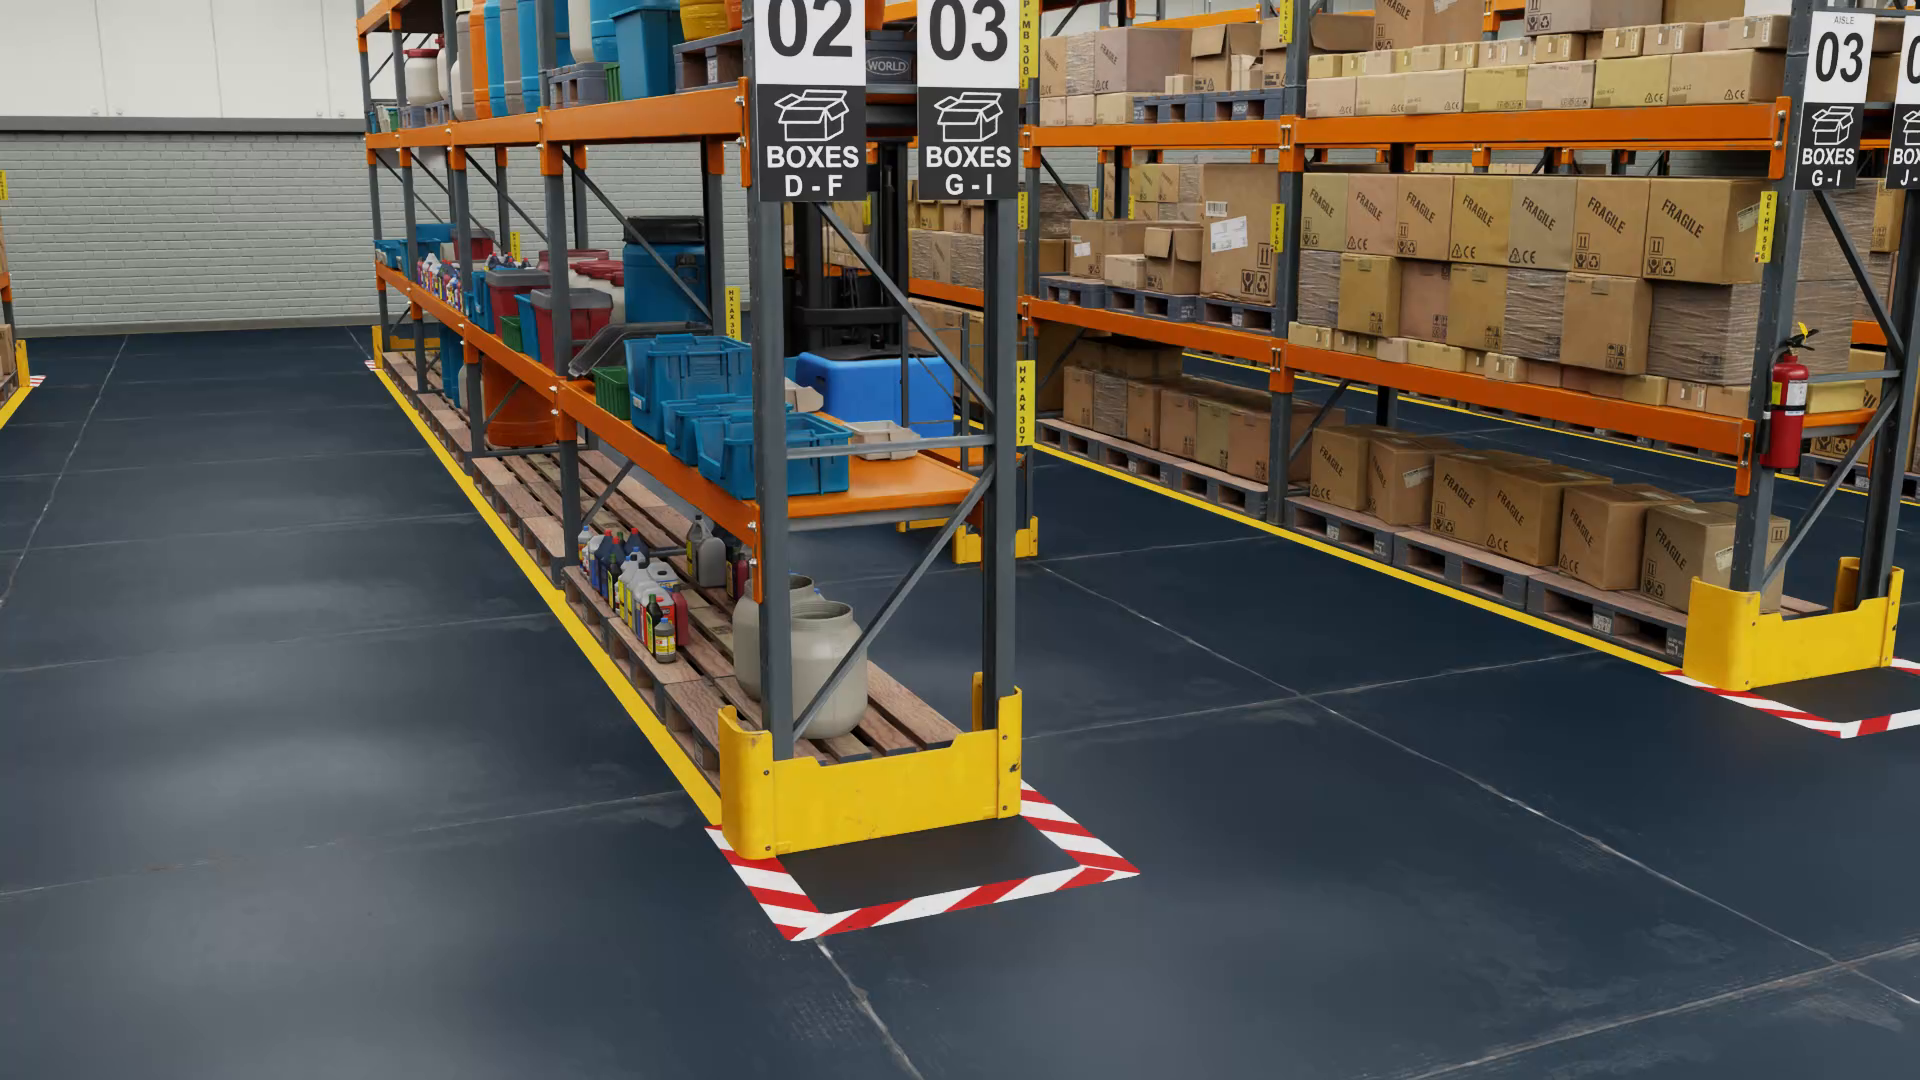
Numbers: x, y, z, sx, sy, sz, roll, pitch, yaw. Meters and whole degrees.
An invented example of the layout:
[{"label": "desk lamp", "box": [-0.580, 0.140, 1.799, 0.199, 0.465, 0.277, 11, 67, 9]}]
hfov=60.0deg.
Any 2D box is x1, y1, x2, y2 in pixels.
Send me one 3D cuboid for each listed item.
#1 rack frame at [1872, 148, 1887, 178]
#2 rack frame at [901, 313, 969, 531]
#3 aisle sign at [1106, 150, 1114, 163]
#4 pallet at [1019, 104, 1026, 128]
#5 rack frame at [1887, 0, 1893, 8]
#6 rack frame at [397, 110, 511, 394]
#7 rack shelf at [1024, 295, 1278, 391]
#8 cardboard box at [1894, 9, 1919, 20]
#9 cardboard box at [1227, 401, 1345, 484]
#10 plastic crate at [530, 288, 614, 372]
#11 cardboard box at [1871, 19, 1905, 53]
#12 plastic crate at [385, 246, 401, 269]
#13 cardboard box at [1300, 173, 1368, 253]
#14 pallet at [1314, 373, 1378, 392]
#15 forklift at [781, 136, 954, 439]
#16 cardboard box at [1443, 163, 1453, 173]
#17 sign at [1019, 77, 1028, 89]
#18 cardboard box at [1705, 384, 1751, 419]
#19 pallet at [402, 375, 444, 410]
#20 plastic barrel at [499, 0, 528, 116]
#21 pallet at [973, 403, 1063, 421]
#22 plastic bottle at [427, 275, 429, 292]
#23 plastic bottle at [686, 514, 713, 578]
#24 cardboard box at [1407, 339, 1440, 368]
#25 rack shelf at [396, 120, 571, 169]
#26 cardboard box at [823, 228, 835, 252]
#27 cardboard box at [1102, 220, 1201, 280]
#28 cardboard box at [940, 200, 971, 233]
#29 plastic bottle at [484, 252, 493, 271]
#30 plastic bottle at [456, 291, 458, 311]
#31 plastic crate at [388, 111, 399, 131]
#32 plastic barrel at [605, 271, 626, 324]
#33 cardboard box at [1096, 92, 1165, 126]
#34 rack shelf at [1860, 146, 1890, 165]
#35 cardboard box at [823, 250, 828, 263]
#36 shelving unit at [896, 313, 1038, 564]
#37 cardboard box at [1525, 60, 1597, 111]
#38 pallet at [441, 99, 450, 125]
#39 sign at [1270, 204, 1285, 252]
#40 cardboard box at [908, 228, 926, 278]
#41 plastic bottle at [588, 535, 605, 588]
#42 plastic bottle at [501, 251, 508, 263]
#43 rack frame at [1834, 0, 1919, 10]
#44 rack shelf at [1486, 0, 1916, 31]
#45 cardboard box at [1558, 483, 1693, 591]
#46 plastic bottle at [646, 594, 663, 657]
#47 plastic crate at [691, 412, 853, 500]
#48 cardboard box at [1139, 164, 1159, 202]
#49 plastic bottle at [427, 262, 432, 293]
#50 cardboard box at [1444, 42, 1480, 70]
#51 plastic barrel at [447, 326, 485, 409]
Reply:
[{"label": "rack frame", "box": [10.148, -3.334, 19.123, 1.000, 3.000, 0.127, -6, 14, -23]}, {"label": "rack frame", "box": [-0.169, -0.818, 11.578, 0.500, 1.500, 0.032, -6, 14, -23]}, {"label": "aisle sign", "box": [2.144, -5.773, 23.897, 0.394, 0.787, 0.004, -6, 14, -23]}, {"label": "pallet", "box": [0.761, -3.937, 15.492, 1.213, 0.211, 1.003, -5, 14, -20]}, {"label": "rack frame", "box": [13.092, -7.532, 23.957, 1.000, 3.000, 0.127, -6, 14, -23]}, {"label": "rack frame", "box": [-5.073, -2.818, 16.893, 1.000, 3.000, 0.127, -6, 14, -23]}, {"label": "rack shelf", "box": [1.869, -1.675, 13.551, 1.077, 0.370, 4.000, -6, 14, -23]}, {"label": "cardboard box", "box": [7.193, -3.862, 12.387, 0.380, 0.149, 0.250, -6, 14, -23]}, {"label": "cardboard box", "box": [2.444, -0.738, 12.473, 0.700, 0.500, 0.500, -7, 15, -27]}, {"label": "plastic crate", "box": [-2.343, -1.269, 10.057, 0.402, 0.464, 0.583, -6, 14, -23]}, {"label": "cardboard box", "box": [4.374, -2.446, 8.084, 0.380, 0.149, 0.250, -6, 14, -23]}, {"label": "plastic crate", "box": [-6.230, -3.177, 18.684, 0.416, 0.233, 0.300, -6, 14, -23]}, {"label": "cardboard box", "box": [2.617, -2.177, 11.026, 0.500, 0.500, 0.500, -6, 14, -23]}, {"label": "pallet", "box": [4.856, -1.921, 19.201, 1.003, 0.211, 1.213, -6, 14, -23]}, {"label": "forklift", "box": [-1.058, -2.036, 13.669, 1.130, 2.935, 3.031, -5, 14, -22]}, {"label": "cardboard box", "box": [7.338, -5.471, 24.478, 0.380, 0.149, 0.250, -5, 14, -22]}, {"label": "sign", "box": [0.556, -4.142, 14.641, 0.100, 0.325, 0.005, -6, 14, -23]}, {"label": "cardboard box", "box": [3.969, -0.704, 8.316, 0.380, 0.149, 0.250, -6, 14, -23]}, {"label": "pallet", "box": [-5.403, -1.608, 17.849, 1.003, 0.211, 1.213, -6, 14, -23]}, {"label": "plastic barrel", "box": [-2.533, -3.091, 10.310, 0.600, 0.901, 0.600, 0, 13, 0]}, {"label": "pallet", "box": [0.821, -1.250, 16.303, 1.003, 0.211, 1.213, -6, 14, -23]}, {"label": "plastic bottle", "box": [-4.991, -2.449, 15.739, 0.097, 0.201, 0.097, 0, 13, 0]}, {"label": "plastic bottle", "box": [-1.478, 0.031, 9.482, 0.144, 0.351, 0.185, -6, 14, -23]}, {"label": "cardboard box", "box": [3.004, -1.163, 10.297, 0.380, 0.149, 0.250, -6, 14, -23]}, {"label": "rack shelf", "box": [-4.272, -3.516, 14.851, 1.077, 0.370, 4.000, -6, 14, -23]}, {"label": "cardboard box", "box": [-1.366, -3.617, 20.018, 0.500, 0.250, 0.500, -5, 14, -22]}, {"label": "cardboard box", "box": [1.636, -2.478, 14.271, 0.700, 0.500, 0.500, -3, 13, -15]}, {"label": "cardboard box", "box": [0.256, -3.402, 16.969, 0.797, 0.503, 0.637, -5, 14, -21]}, {"label": "plastic bottle", "box": [-4.537, -2.621, 16.150, 0.144, 0.351, 0.185, -6, 14, -23]}, {"label": "plastic bottle", "box": [-4.146, -2.013, 13.856, 0.097, 0.201, 0.097, 0, 13, 0]}, {"label": "plastic crate", "box": [-5.520, -4.236, 16.839, 0.450, 0.188, 0.662, -6, 14, -23]}, {"label": "plastic barrel", "box": [-2.051, -1.449, 10.676, 0.433, 0.535, 0.433, 0, 13, 0]}, {"label": "cardboard box", "box": [1.443, -3.496, 13.502, 0.500, 0.250, 0.500, -5, 14, -22]}, {"label": "rack shelf", "box": [10.949, -4.032, 17.080, 1.077, 0.370, 4.000, -6, 14, -23]}, {"label": "cardboard box", "box": [-1.472, -3.442, 20.146, 0.380, 0.149, 0.250, -6, 14, -24]}, {"label": "shelving unit", "box": [0.031, -0.715, 11.133, 0.587, 1.500, 1.083, -6, 14, -23]}, {"label": "cardboard box", "box": [3.446, -2.461, 9.029, 0.500, 0.250, 0.500, -5, 14, -22]}, {"label": "pallet", "box": [-3.688, -3.528, 13.726, 1.003, 0.211, 1.213, -6, 14, -23]}, {"label": "sign", "box": [2.163, -2.126, 11.334, 0.100, 0.325, 0.005, -6, 14, -23]}, {"label": "cardboard box", "box": [-0.377, -3.093, 17.858, 0.500, 0.500, 0.500, -6, 14, -23]}, {"label": "plastic bottle", "box": [-1.988, 0.117, 9.276, 0.152, 0.276, 0.135, -5, 14, -21]}, {"label": "plastic bottle", "box": [-4.405, -2.634, 16.206, 0.144, 0.351, 0.185, -6, 14, -23]}, {"label": "rack frame", "box": [7.255, -4.962, 12.854, 1.000, 3.000, 0.127, -6, 14, -23]}, {"label": "rack shelf", "box": [6.454, -4.830, 14.765, 1.077, 0.370, 4.000, -6, 14, -23]}, {"label": "cardboard box", "box": [3.766, -0.024, 9.433, 0.500, 0.500, 0.500, -2, 13, -8]}, {"label": "plastic bottle", "box": [-1.467, 0.408, 8.003, 0.061, 0.283, 0.133, -5, 14, -22]}, {"label": "plastic crate", "box": [-0.741, -0.343, 6.528, 0.499, 0.251, 0.616, -6, 14, -23]}, {"label": "cardboard box", "box": [2.780, -4.870, 22.659, 0.500, 0.500, 0.500, -6, 14, -24]}, {"label": "plastic bottle", "box": [-4.961, -2.463, 15.620, 0.061, 0.283, 0.133, -6, 14, -23]}, {"label": "cardboard box", "box": [3.074, -2.834, 9.759, 0.380, 0.149, 0.250, -6, 14, -24]}, {"label": "plastic barrel", "box": [-4.587, -1.740, 15.958, 0.600, 0.901, 0.708, -6, 14, -23]}]
